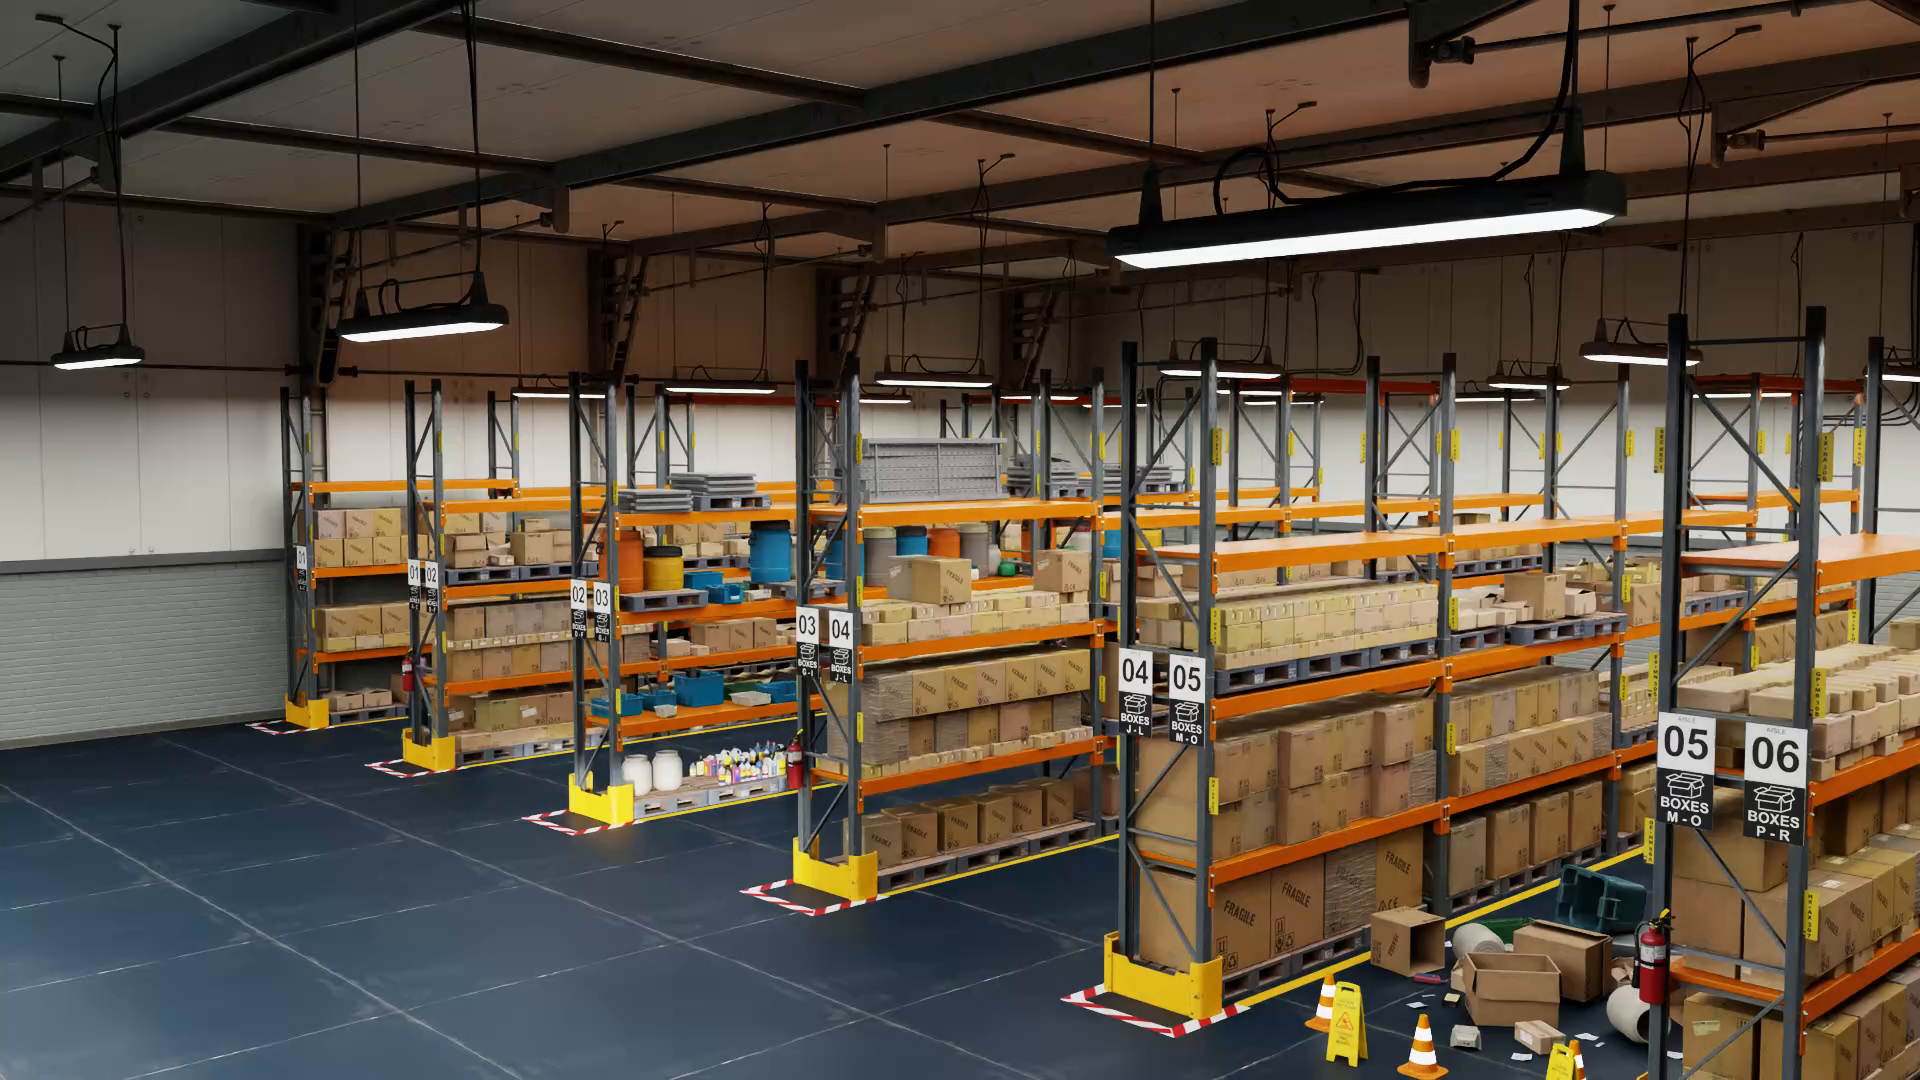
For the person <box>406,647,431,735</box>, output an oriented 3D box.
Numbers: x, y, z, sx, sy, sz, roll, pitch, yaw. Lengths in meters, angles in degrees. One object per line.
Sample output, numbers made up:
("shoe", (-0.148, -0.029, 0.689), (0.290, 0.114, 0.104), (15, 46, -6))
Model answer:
("person", (-9.281, 2.568, 28.387), (0.321, 1.622, 0.514), (2, 4, 26))
